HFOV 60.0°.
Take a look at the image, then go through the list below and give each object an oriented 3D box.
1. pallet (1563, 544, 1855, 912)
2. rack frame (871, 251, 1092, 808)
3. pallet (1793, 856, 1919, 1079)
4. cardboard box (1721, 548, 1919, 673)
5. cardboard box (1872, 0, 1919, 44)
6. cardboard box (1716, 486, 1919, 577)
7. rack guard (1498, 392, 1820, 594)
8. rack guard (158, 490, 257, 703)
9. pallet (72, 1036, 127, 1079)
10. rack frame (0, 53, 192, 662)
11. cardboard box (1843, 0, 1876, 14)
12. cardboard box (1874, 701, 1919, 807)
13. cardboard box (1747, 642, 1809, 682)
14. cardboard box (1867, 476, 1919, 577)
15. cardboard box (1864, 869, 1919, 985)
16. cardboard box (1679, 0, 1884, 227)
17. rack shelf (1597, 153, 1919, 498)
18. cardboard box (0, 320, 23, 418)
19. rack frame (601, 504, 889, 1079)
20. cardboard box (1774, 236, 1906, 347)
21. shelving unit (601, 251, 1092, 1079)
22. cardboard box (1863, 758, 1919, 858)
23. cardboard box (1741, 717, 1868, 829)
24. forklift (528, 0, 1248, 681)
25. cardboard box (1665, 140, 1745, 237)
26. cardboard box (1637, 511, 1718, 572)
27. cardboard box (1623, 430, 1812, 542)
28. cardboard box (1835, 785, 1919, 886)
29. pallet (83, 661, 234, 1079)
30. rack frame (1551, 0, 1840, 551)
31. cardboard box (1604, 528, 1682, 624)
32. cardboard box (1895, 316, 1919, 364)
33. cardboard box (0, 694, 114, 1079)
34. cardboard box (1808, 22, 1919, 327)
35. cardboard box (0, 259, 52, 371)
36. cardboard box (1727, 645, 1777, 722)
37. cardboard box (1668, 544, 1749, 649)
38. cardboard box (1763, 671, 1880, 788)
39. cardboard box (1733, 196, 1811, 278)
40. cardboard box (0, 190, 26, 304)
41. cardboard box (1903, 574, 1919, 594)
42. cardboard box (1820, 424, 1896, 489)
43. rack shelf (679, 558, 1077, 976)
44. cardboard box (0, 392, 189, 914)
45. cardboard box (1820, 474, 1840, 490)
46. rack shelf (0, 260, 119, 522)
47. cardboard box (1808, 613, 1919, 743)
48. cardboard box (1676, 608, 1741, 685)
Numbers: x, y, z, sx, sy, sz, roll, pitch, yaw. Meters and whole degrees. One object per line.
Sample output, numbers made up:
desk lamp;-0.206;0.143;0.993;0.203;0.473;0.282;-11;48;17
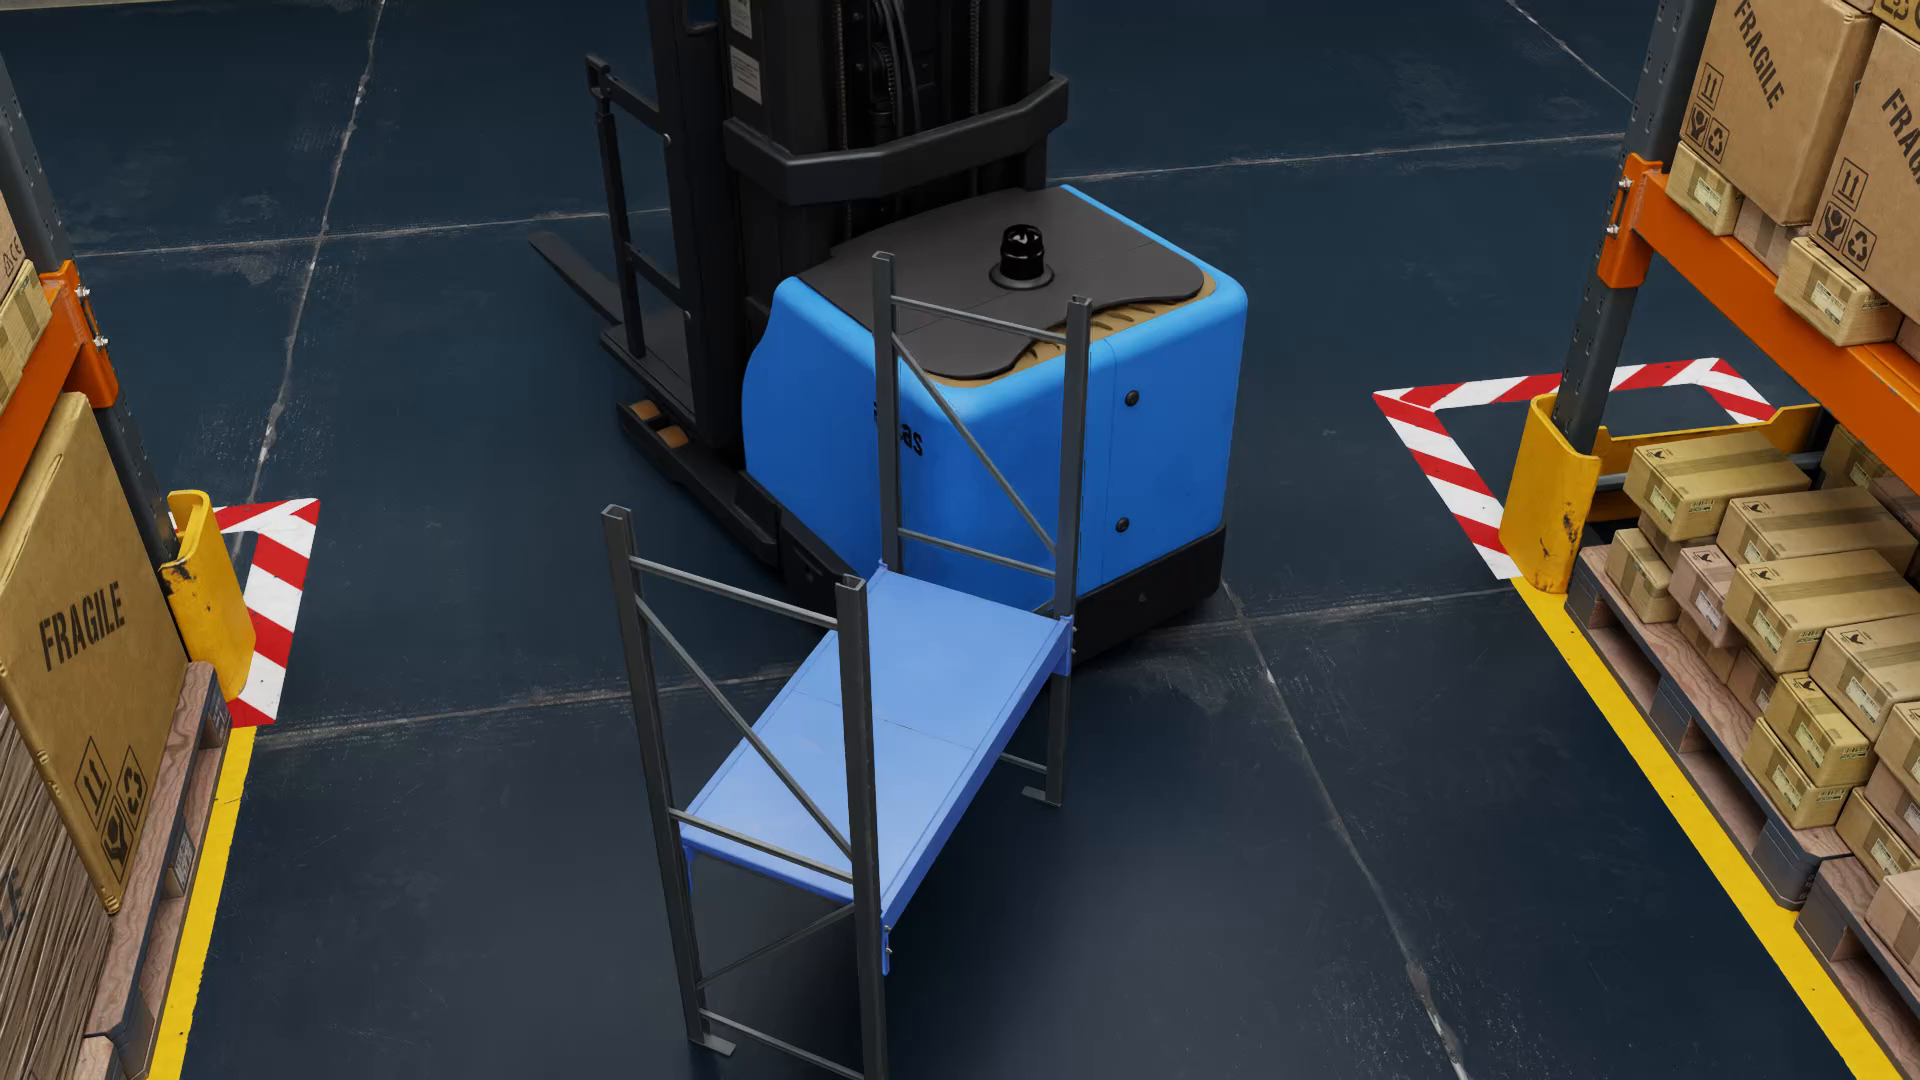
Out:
pallet;2.404;0.415;4.544;1.003;0.211;1.213;-6;38;-8
rack frame;0.041;0.036;3.981;0.500;1.500;0.032;16;41;19
pallet;2.614;1.150;3.597;1.003;0.211;1.213;-6;38;-8
cardboard box;2.125;0.171;4.081;0.380;0.149;0.250;-6;38;-8
cardboard box;2.195;-1.174;3.178;0.500;0.500;0.500;-5;38;-7
cardboard box;2.207;0.005;4.295;0.380;0.149;0.250;-6;38;-7
rack guard;2.296;-0.193;5.092;1.175;0.500;0.348;-6;38;-8
rack guard;-2.622;0.219;4.561;1.175;0.500;0.348;-6;38;-8
pallet;-2.190;1.557;3.074;1.003;0.211;1.213;-6;38;-8
rack frame;-2.618;-0.754;3.776;1.000;3.000;0.127;-6;38;-8
cardboard box;2.100;-1.479;3.569;0.500;0.500;0.500;-6;38;-8
cardboard box;2.290;0.481;3.683;0.380;0.149;0.250;-5;38;-6
cardboard box;2.245;0.270;4.197;0.380;0.149;0.250;-6;38;-7
cardboard box;2.613;-0.051;4.367;0.380;0.149;0.250;-6;38;-7
cardboard box;2.270;0.853;3.689;0.380;0.149;0.250;-8;39;-10
cardboard box;2.090;-1.083;3.875;0.500;0.500;0.500;-5;38;-6
rack shelf;2.634;0.266;3.050;1.077;0.370;4.000;-6;38;-8
cardboard box;-2.184;-0.318;3.420;0.380;0.149;0.250;-6;38;-7
rack frame;-0.386;0.602;3.253;0.500;1.500;0.032;16;41;19
cardboard box;2.097;-0.579;3.755;0.380;0.149;0.250;-7;38;-9
shelving unit;-0.172;0.319;3.617;0.538;1.500;1.048;16;41;19
cardboard box;2.323;0.587;3.789;0.380;0.149;0.250;-8;39;-10
cardboard box;2.173;0.549;4.080;0.380;0.149;0.250;-6;38;-7
forklift;-0.499;-1.528;4.828;1.130;2.935;3.031;-24;44;-28
cardboard box;2.017;-0.896;4.164;0.380;0.149;0.250;-7;38;-8
cardboard box;2.122;-0.040;4.595;0.380;0.149;0.250;-5;38;-6
cardboard box;2.040;-0.148;4.493;0.380;0.149;0.250;-8;39;-10
cardboard box;2.312;0.693;3.895;0.380;0.149;0.250;-6;38;-8
pallet;-2.401;0.822;4.020;1.003;0.211;1.213;-6;38;-8
rack frame;2.283;-1.226;4.384;1.000;3.000;0.127;-6;38;-8
cardboard box;2.060;0.084;4.678;0.380;0.149;0.250;-5;38;-7
cardboard box;2.277;-0.437;3.572;0.380;0.149;0.250;-5;38;-6
cardboard box;-2.267;0.847;3.105;0.875;0.875;0.875;-6;38;-8
cardboard box;2.209;-0.762;3.462;0.500;0.500;0.500;-6;38;-8
cardboard box;-2.231;-0.475;3.621;0.380;0.149;0.250;-6;38;-7
cardboard box;2.237;0.383;4.294;0.380;0.149;0.250;-6;38;-7
cardboard box;2.115;0.132;4.375;0.380;0.149;0.250;-6;38;-8
cardboard box;2.183;0.437;3.982;0.380;0.149;0.250;-5;38;-7
cardboard box;2.103;-0.747;3.971;0.380;0.149;0.250;-5;38;-6
cardboard box;-2.272;-0.548;3.390;0.500;0.250;0.500;-7;38;-9
cardboard box;2.649;0.068;4.457;0.380;0.149;0.250;-7;38;-9
cardboard box;2.625;-0.209;4.570;0.380;0.149;0.250;-6;38;-7
rack shelf;-0.172;0.461;3.727;0.538;0.185;1.000;16;41;19
cardboard box;-2.427;0.297;3.812;0.875;0.875;0.875;-6;38;-8
cardboard box;2.657;-0.096;4.667;0.380;0.149;0.250;-7;38;-9
rack shelf;-2.267;0.738;2.441;1.077;0.370;4.000;-6;38;-8
cardboard box;2.250;0.312;3.900;0.380;0.149;0.250;-8;39;-10
cardboard box;2.186;0.234;4.486;0.380;0.149;0.250;-6;38;-8
